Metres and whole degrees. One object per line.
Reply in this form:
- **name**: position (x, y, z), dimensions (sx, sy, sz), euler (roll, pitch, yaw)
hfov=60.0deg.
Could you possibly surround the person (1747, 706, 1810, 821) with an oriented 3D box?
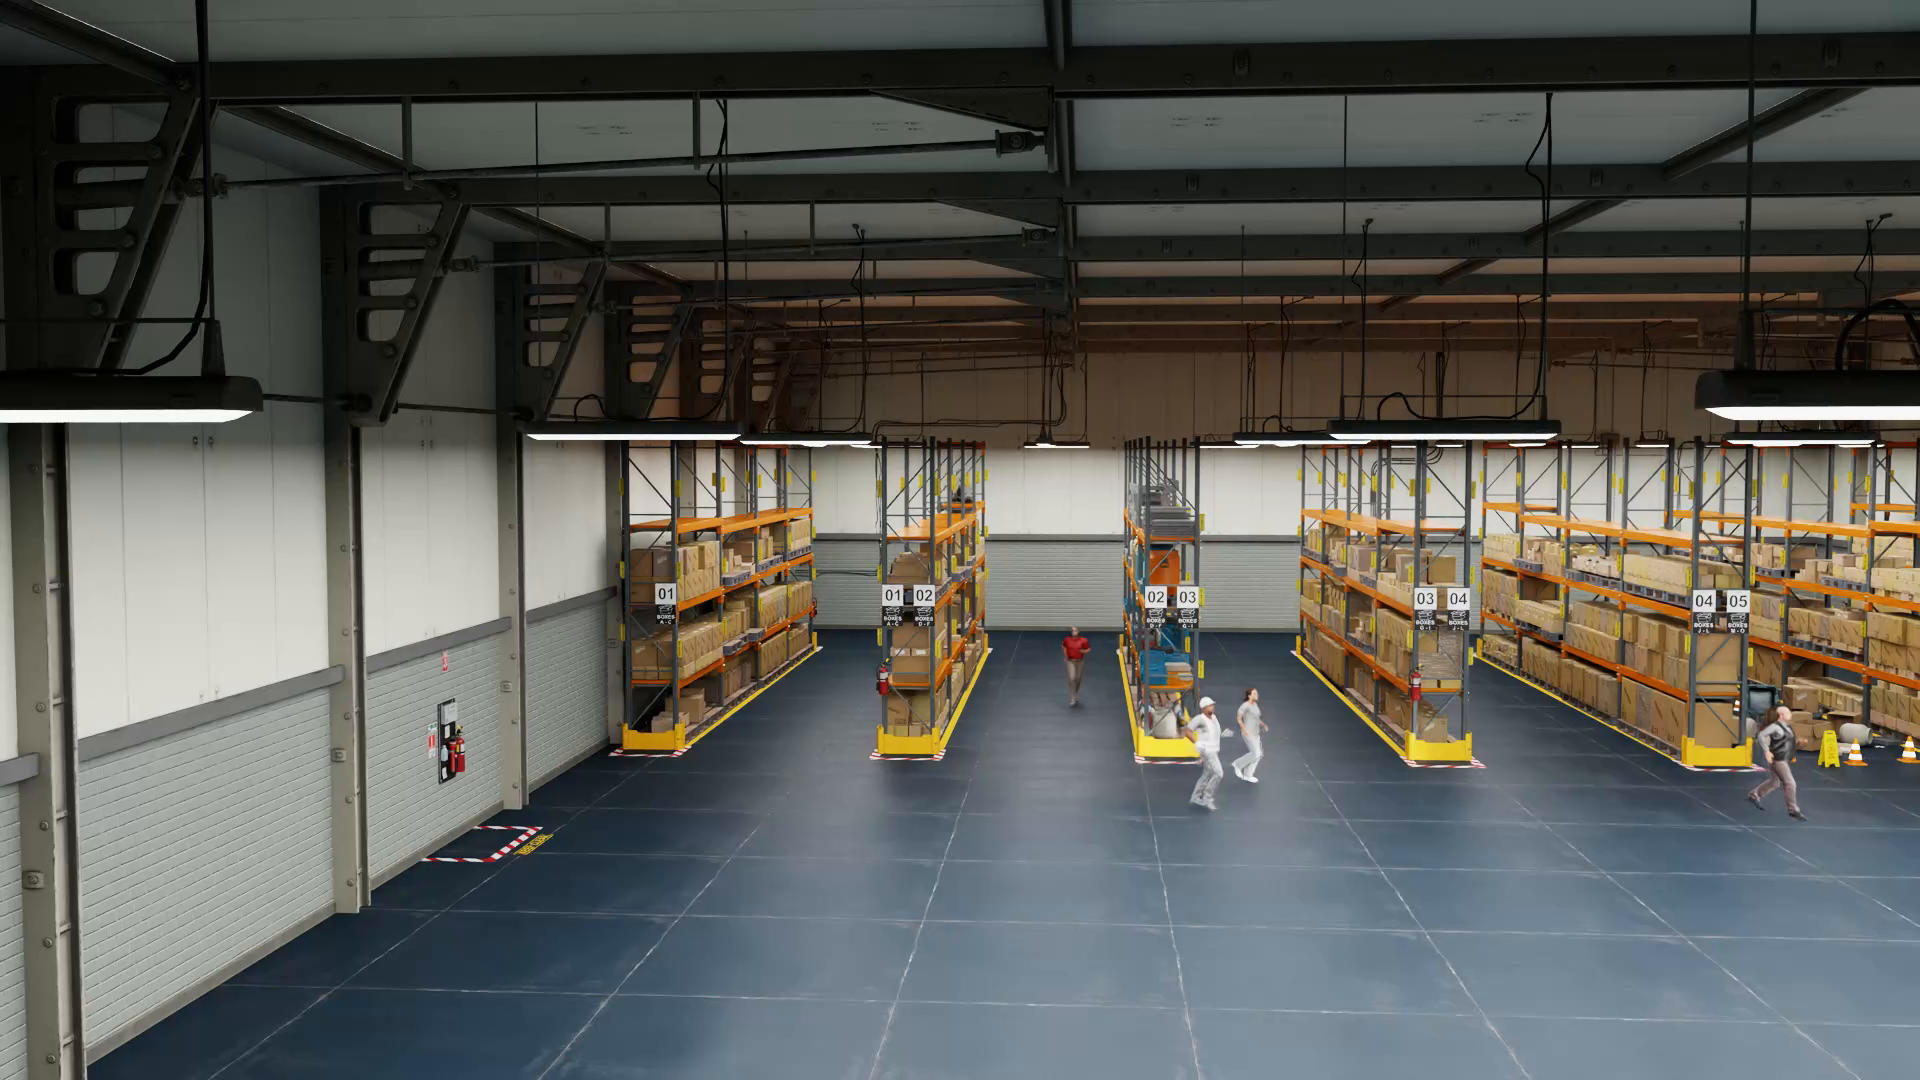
- **person**: position (12.712, 3.447, 25.852), dimensions (0.953, 1.728, 0.505), euler (3, 4, 43)

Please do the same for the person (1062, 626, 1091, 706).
- **person**: position (2.648, 2.845, 37.800), dimensions (0.636, 1.778, 0.884), euler (0, 3, 0)

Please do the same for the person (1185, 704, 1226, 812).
- **person**: position (13.966, 2.286, 31.239), dimensions (13.735, 3.579, 18.496), euler (2, 3, 28)

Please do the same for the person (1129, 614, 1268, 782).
- **person**: position (4.741, 3.001, 35.701), dimensions (9.122, 1.639, 11.314), euler (2, 4, 36)
